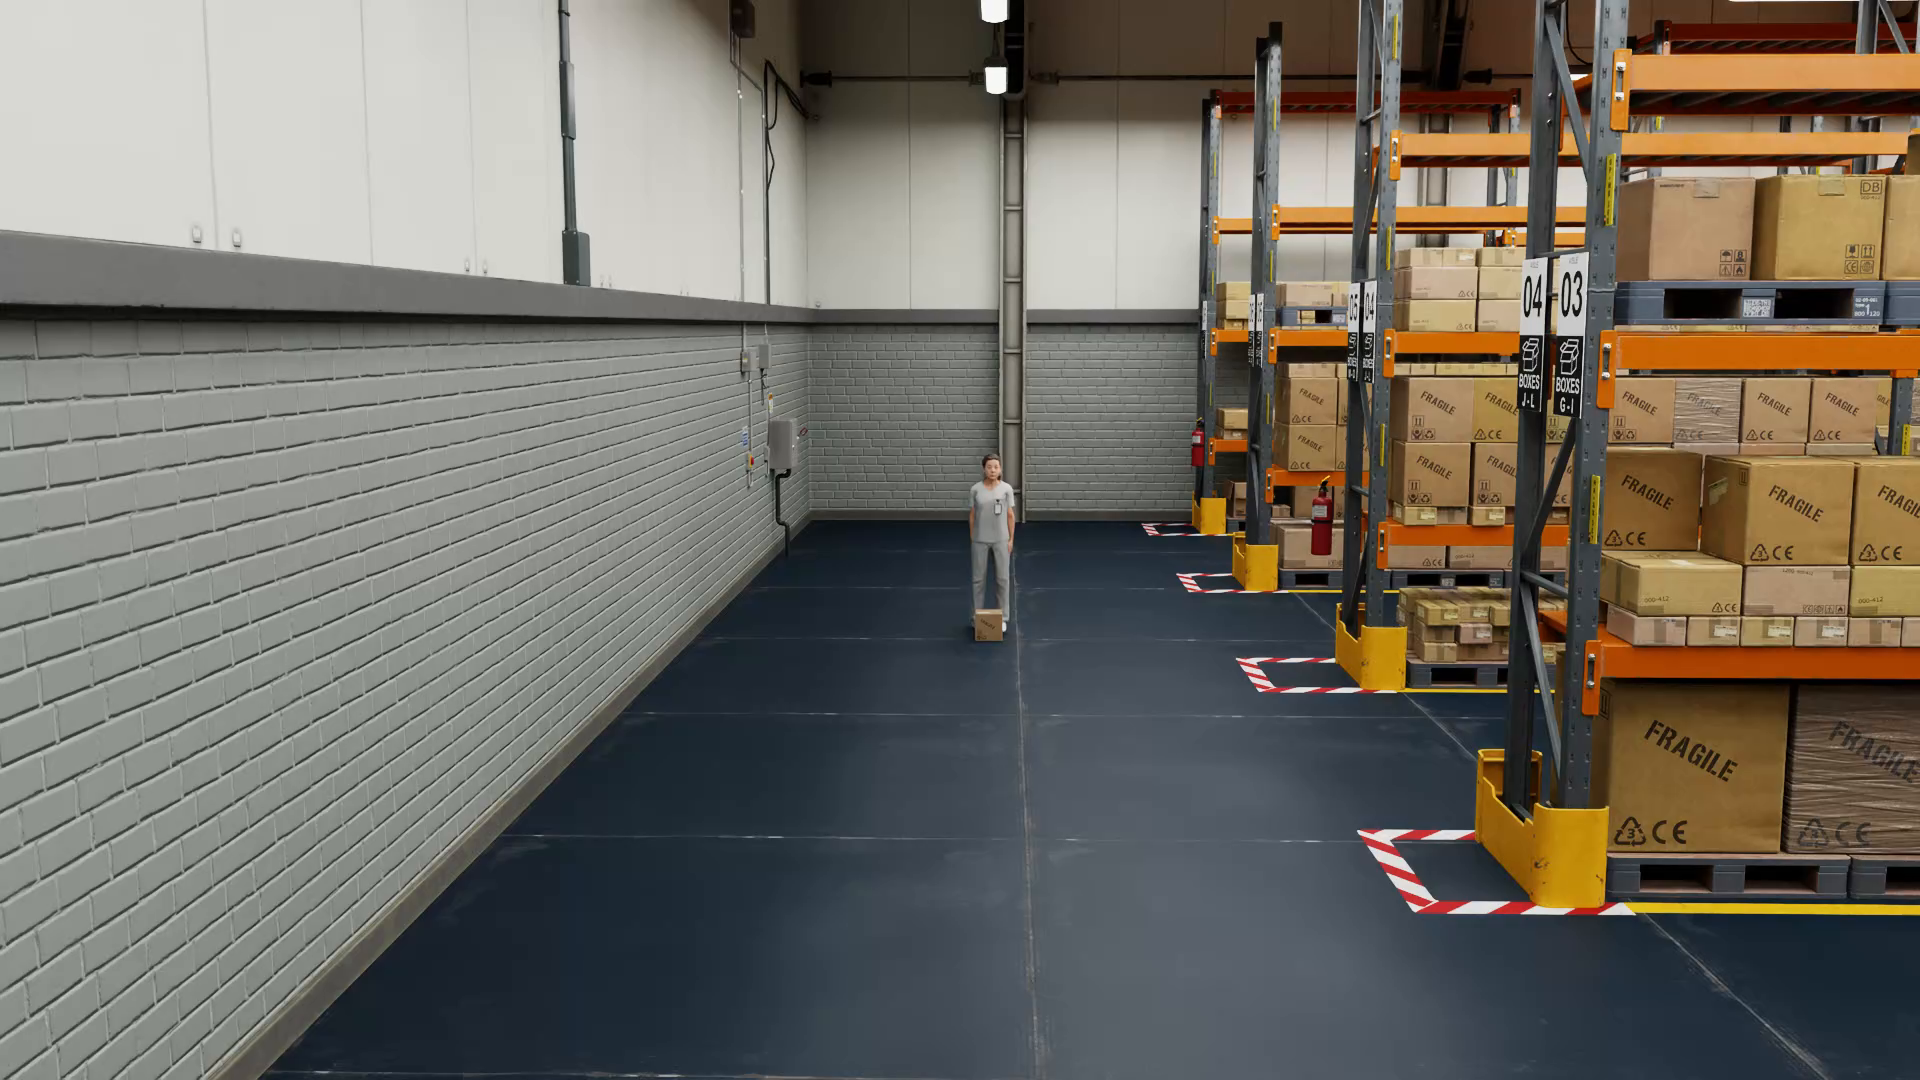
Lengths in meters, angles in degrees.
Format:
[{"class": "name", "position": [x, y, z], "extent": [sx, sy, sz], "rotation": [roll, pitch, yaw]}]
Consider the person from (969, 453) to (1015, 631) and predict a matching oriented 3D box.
[{"class": "person", "position": [0.298, 0.026, 15.660], "extent": [0.437, 1.679, 0.374], "rotation": [0, 7, 3]}]
